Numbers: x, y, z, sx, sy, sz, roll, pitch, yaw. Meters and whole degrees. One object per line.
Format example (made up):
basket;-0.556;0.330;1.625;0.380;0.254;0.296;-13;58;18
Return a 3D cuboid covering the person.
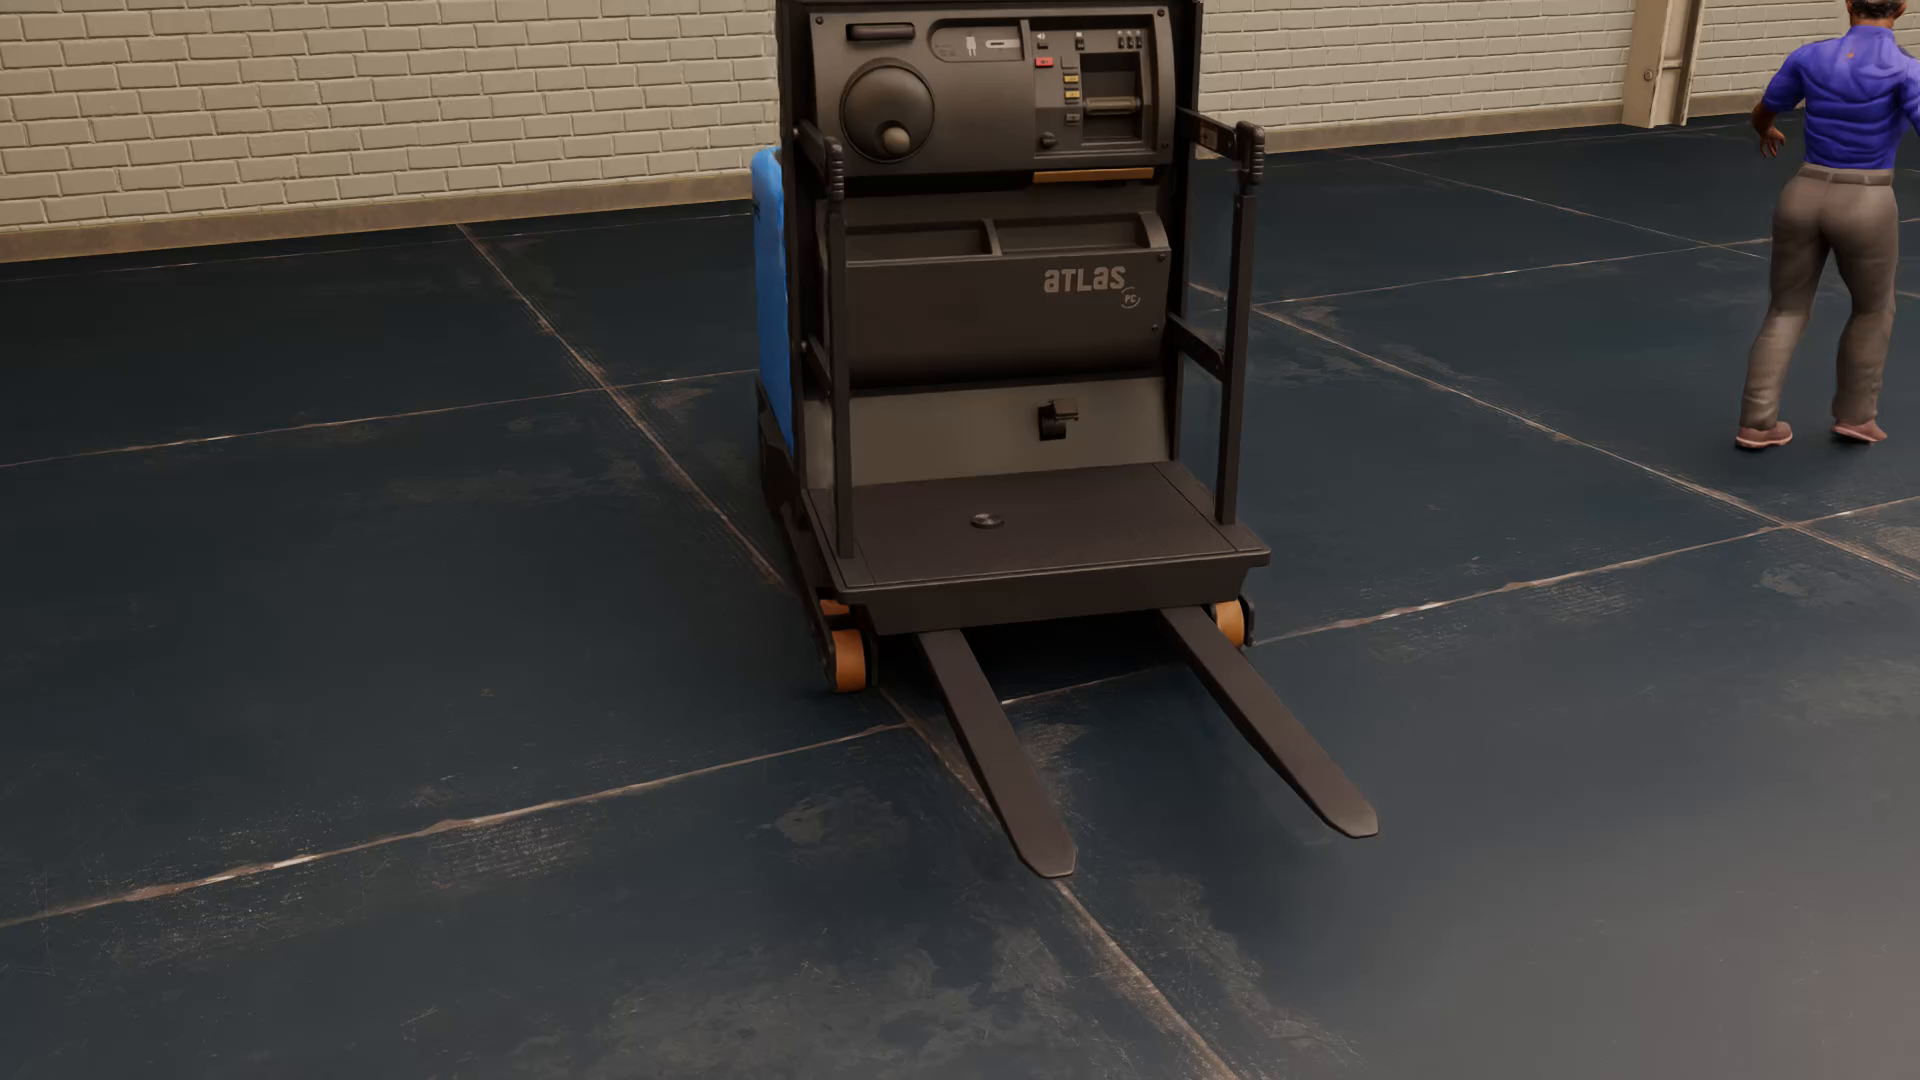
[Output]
person;3.048;-1.089;5.672;0.614;1.676;0.915;-17;28;-36

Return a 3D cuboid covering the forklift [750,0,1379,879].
forklift;0.139;-1.126;3.995;1.130;2.935;3.031;-5;23;-12
